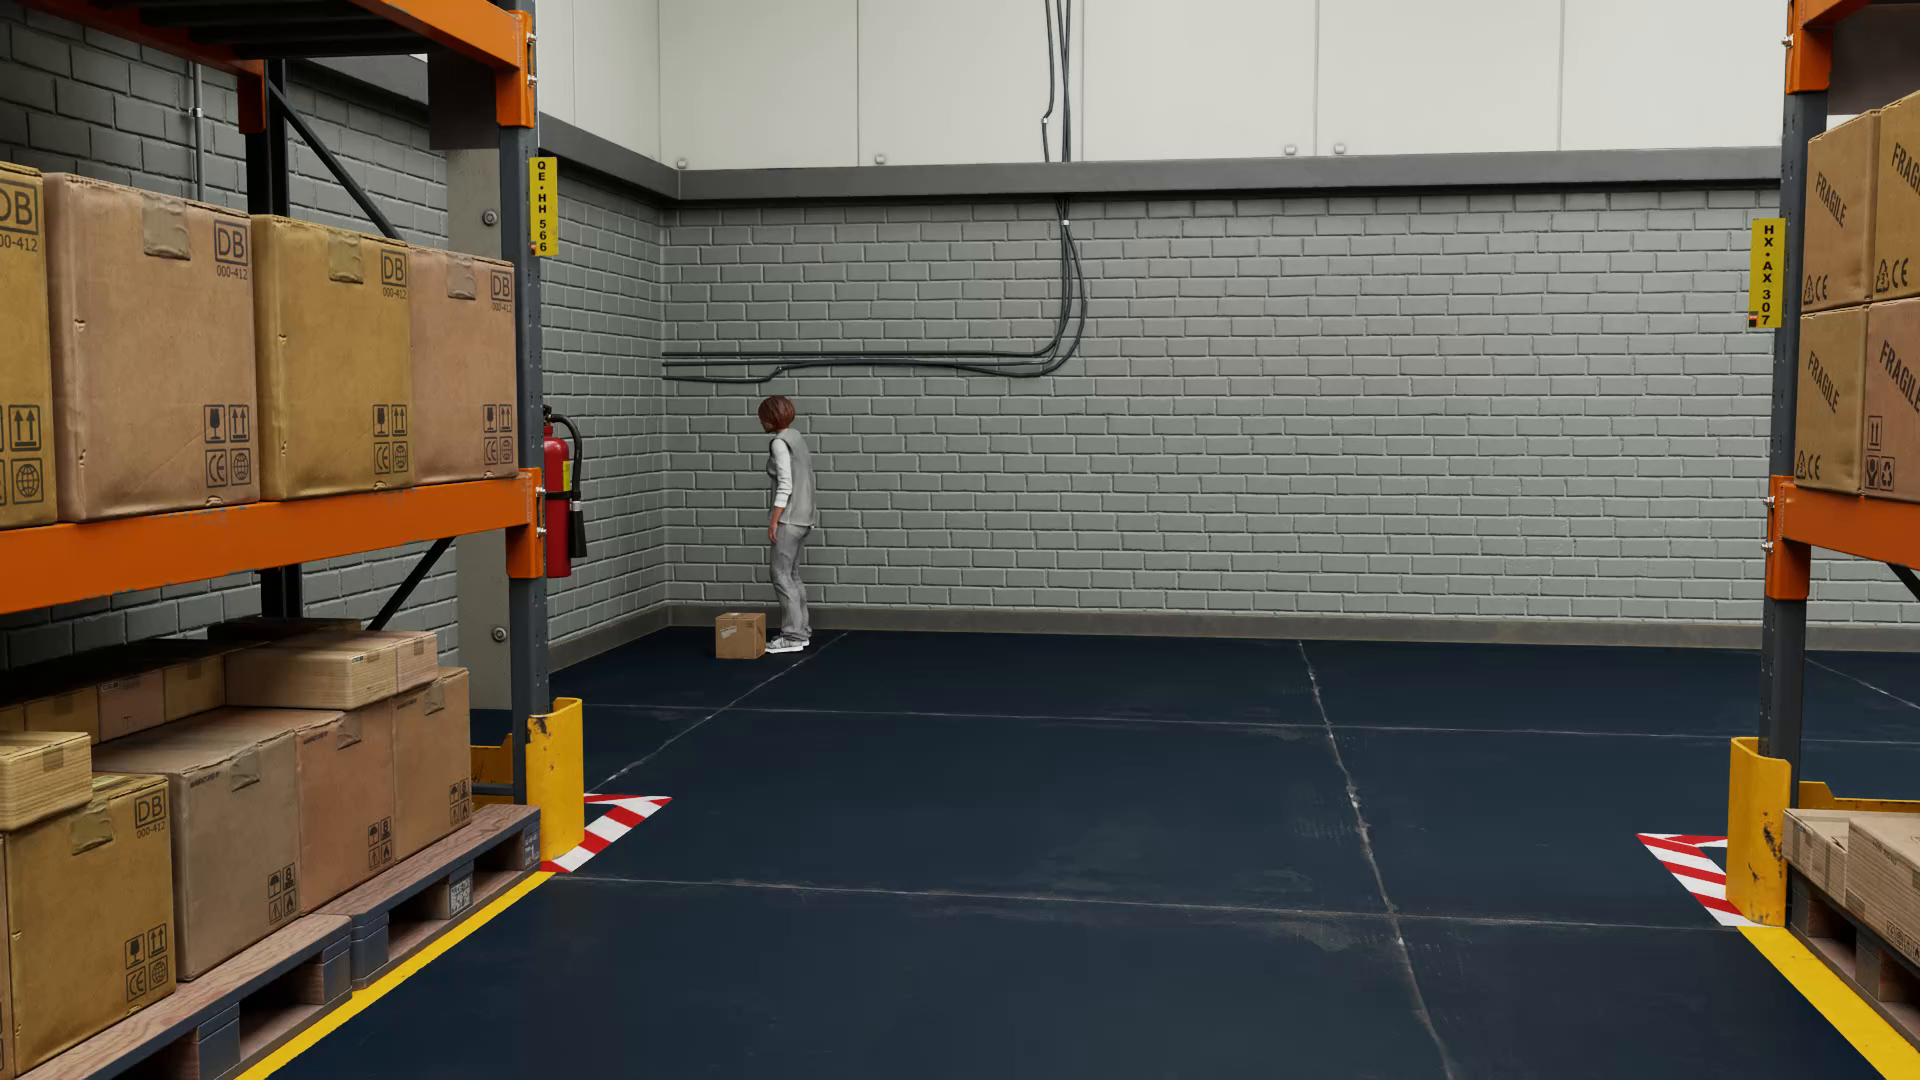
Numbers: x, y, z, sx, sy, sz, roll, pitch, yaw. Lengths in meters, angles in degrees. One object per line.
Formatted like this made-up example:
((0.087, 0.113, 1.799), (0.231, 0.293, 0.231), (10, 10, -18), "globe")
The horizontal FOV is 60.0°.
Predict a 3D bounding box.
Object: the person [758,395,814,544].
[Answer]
((-1.082, -0.442, 10.339), (0.326, 0.908, 0.459), (1, 5, 9), "person")
